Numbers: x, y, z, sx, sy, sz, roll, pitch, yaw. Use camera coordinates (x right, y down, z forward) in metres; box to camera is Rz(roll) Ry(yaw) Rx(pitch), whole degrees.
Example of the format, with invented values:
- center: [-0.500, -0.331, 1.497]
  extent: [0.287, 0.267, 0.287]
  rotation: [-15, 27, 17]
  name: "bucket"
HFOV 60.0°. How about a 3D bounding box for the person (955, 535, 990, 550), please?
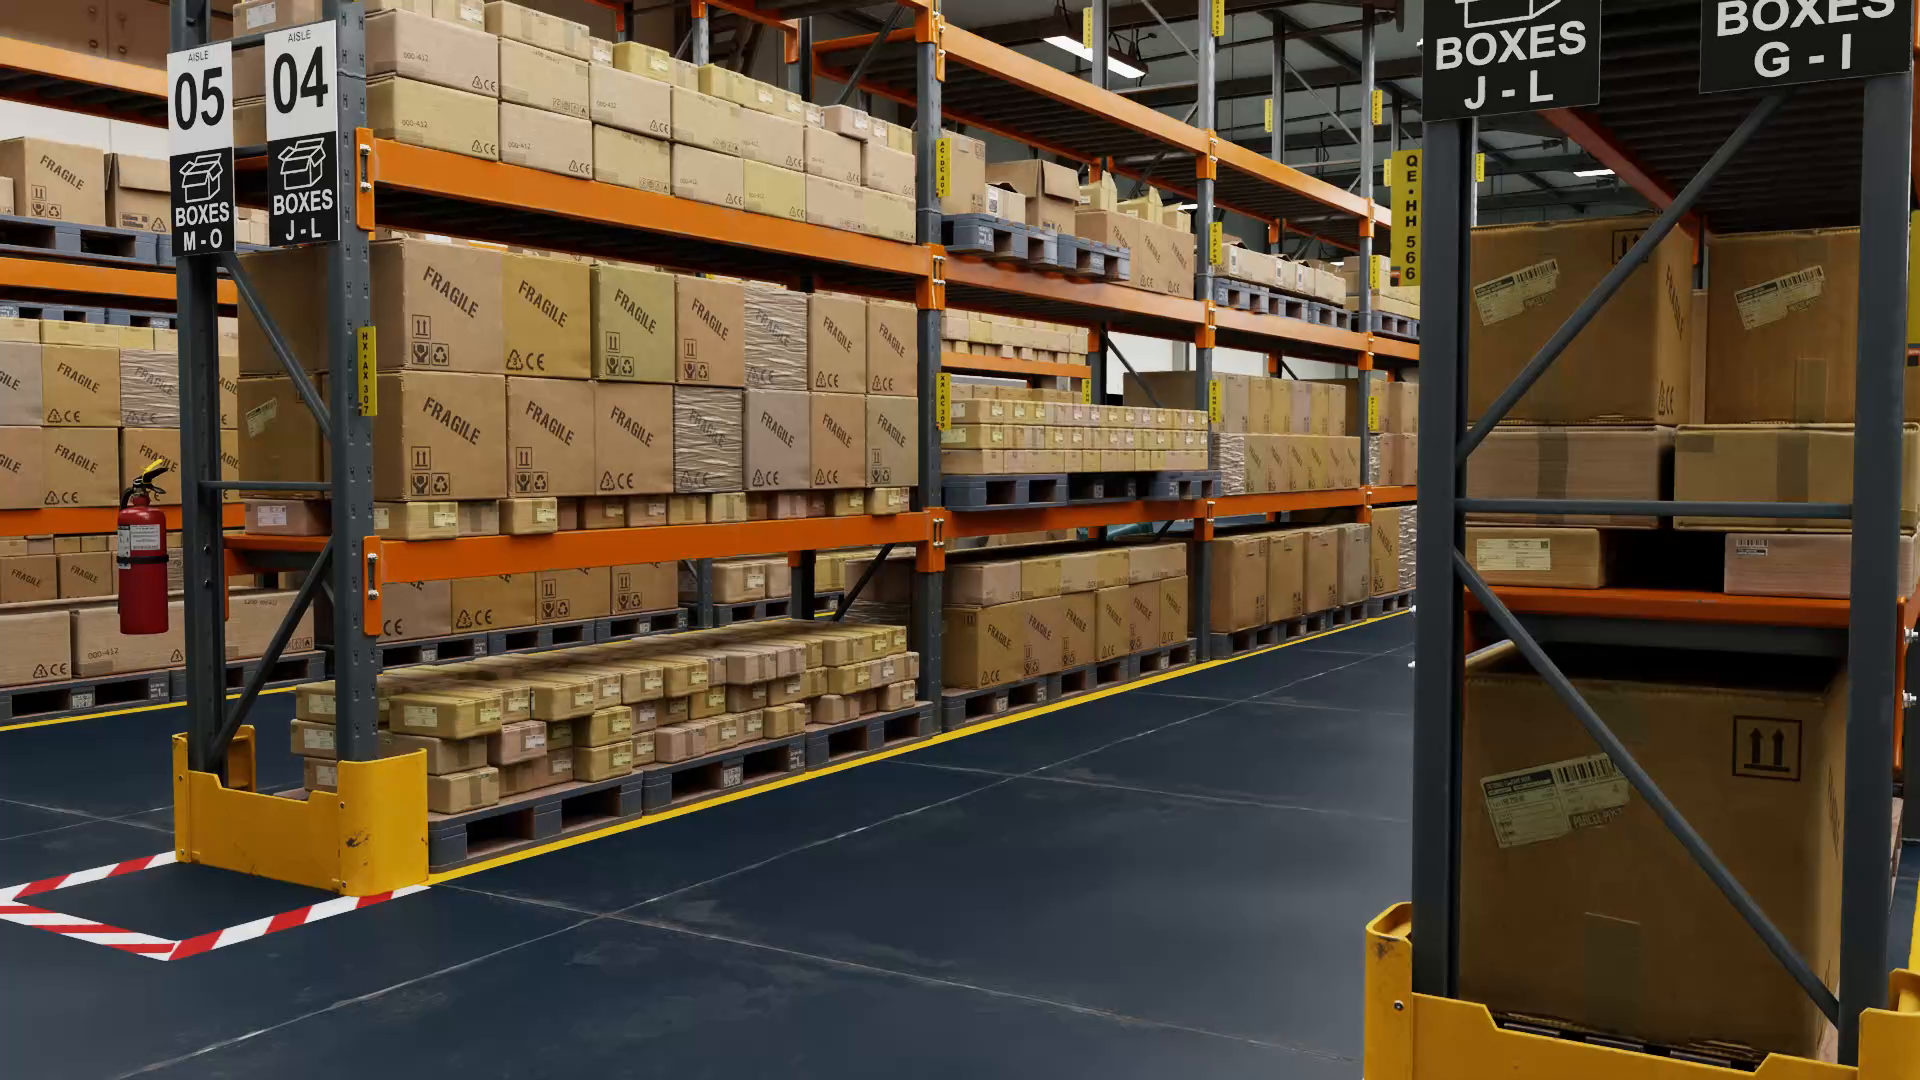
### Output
- center: [0.054, -0.071, 16.705]
  extent: [0.540, 1.688, 0.449]
  rotation: [2, 3, 31]
  name: "person"
